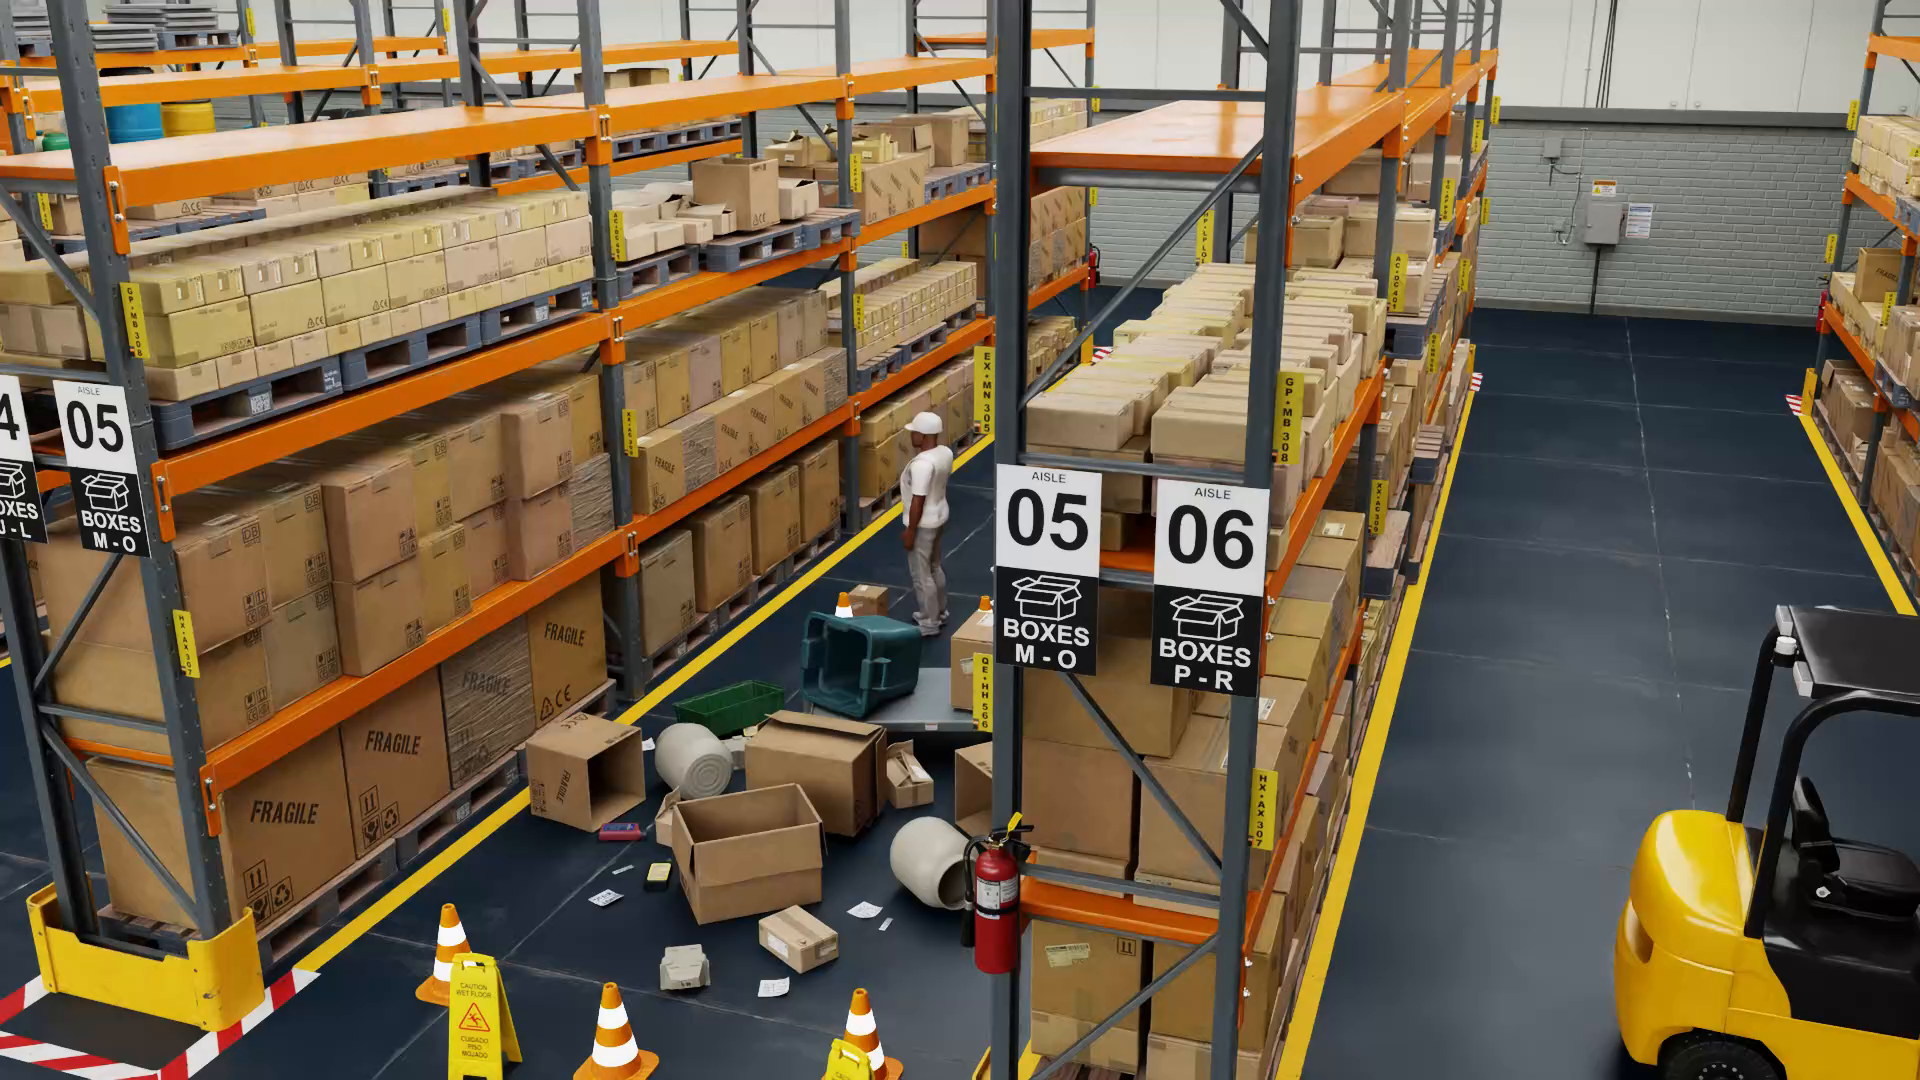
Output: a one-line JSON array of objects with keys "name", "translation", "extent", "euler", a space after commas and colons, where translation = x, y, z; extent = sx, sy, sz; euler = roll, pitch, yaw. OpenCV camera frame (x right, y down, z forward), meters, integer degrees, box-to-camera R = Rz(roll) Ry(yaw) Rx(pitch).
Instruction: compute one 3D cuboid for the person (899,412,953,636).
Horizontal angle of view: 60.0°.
[{"name": "person", "translation": [-0.274, -0.127, 12.927], "extent": [0.350, 1.777, 0.563], "euler": [7, 20, 20]}]
